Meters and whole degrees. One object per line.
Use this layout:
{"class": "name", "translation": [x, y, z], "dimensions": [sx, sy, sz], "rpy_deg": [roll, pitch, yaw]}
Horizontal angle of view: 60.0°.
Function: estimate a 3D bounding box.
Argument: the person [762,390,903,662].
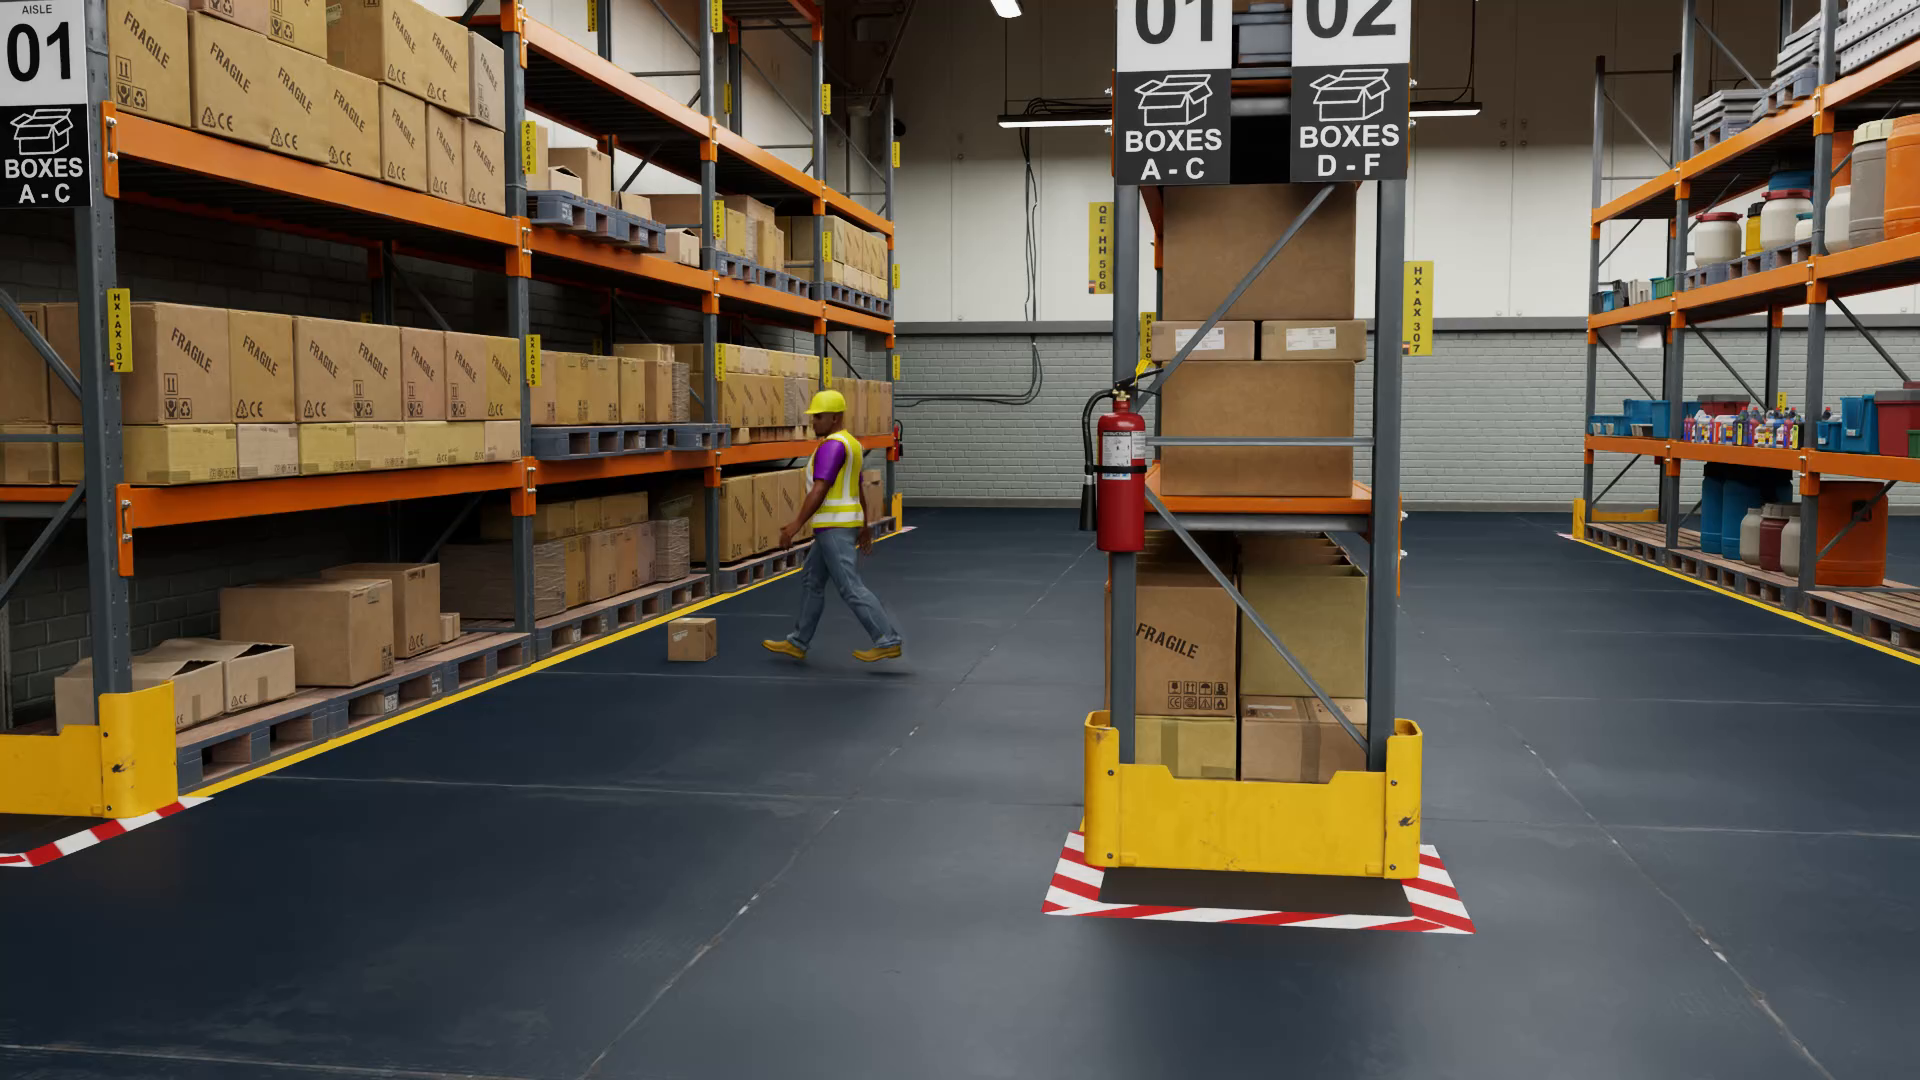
{"class": "person", "translation": [-0.830, -0.081, 10.546], "dimensions": [0.996, 1.734, 0.700], "rpy_deg": [1, 5, 10]}
